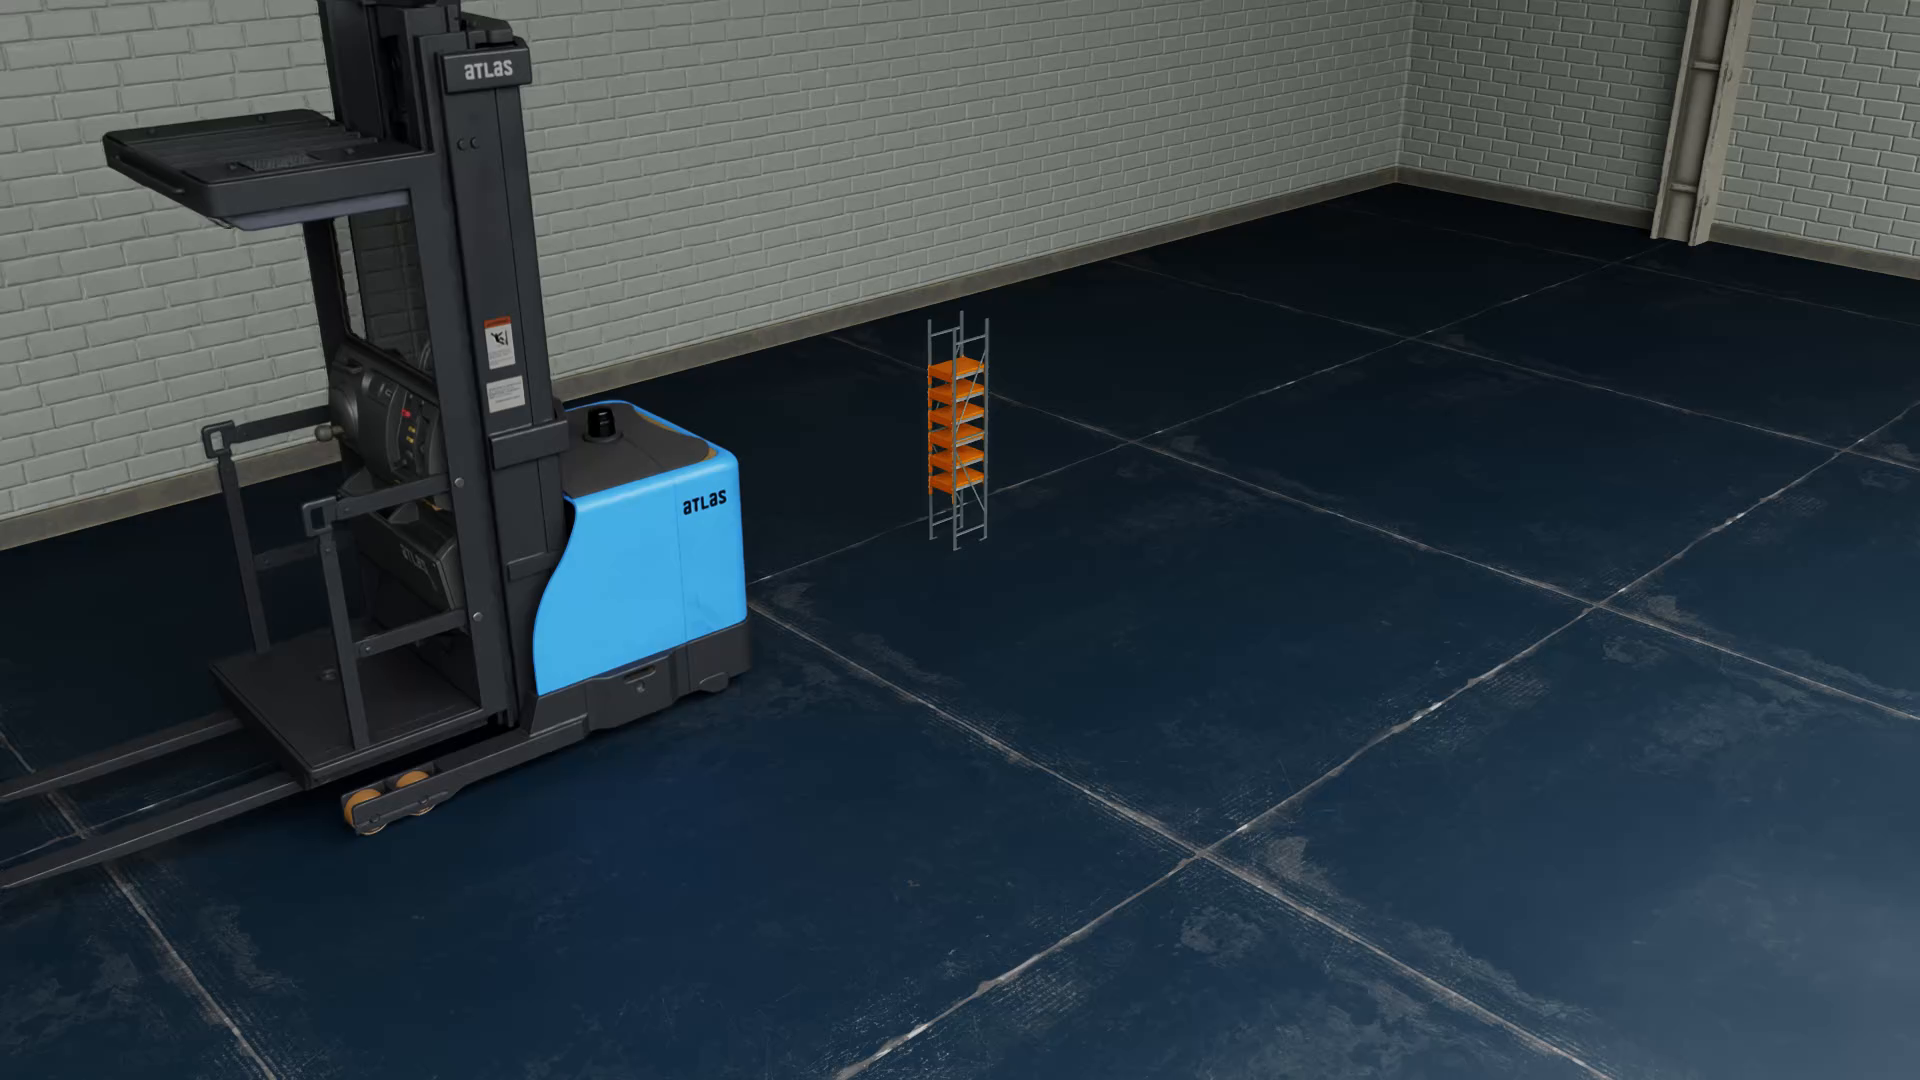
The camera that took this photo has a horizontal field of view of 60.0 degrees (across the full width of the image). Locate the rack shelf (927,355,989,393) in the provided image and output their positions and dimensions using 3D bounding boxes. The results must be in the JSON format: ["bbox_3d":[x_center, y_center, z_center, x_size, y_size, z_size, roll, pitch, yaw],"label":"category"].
[{"bbox_3d":[-0.010,-0.837,8.380,0.258,0.103,0.180,-21,32,-38],"label":"rack shelf"}]

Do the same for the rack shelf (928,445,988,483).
[{"bbox_3d":[-0.010,-0.401,8.579,0.258,0.103,0.180,-21,32,-38],"label":"rack shelf"}]

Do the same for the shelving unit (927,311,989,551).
[{"bbox_3d":[-0.010,-0.550,8.511,0.258,1.200,0.189,-21,32,-38],"label":"shelving unit"}]

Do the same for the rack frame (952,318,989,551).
[{"bbox_3d":[0.053,-0.523,8.450,0.240,1.200,0.006,-21,32,-38],"label":"rack frame"}]

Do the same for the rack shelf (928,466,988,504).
[{"bbox_3d":[-0.010,-0.291,8.629,0.258,0.103,0.180,-21,32,-38],"label":"rack shelf"}]

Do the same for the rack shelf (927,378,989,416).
[{"bbox_3d":[-0.010,-0.728,8.429,0.258,0.103,0.180,-21,32,-38],"label":"rack shelf"}]

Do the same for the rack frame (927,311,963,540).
[{"bbox_3d":[-0.072,-0.578,8.571,0.240,1.200,0.006,-21,32,-38],"label":"rack frame"}]

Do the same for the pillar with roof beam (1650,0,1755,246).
[{"bbox_3d":[3.137,-5.501,9.967,9.100,9.000,0.400,-21,32,-38],"label":"pillar with roof beam"}]

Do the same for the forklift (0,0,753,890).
[{"bbox_3d":[-2.358,-0.463,6.234,3.031,2.935,1.130,-20,31,-37],"label":"forklift"}]

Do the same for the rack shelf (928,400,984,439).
[{"bbox_3d":[-0.010,-0.619,8.479,0.258,0.103,0.180,-21,32,-38],"label":"rack shelf"}]

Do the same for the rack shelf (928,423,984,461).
[{"bbox_3d":[-0.010,-0.510,8.529,0.258,0.103,0.180,-21,32,-38],"label":"rack shelf"}]
